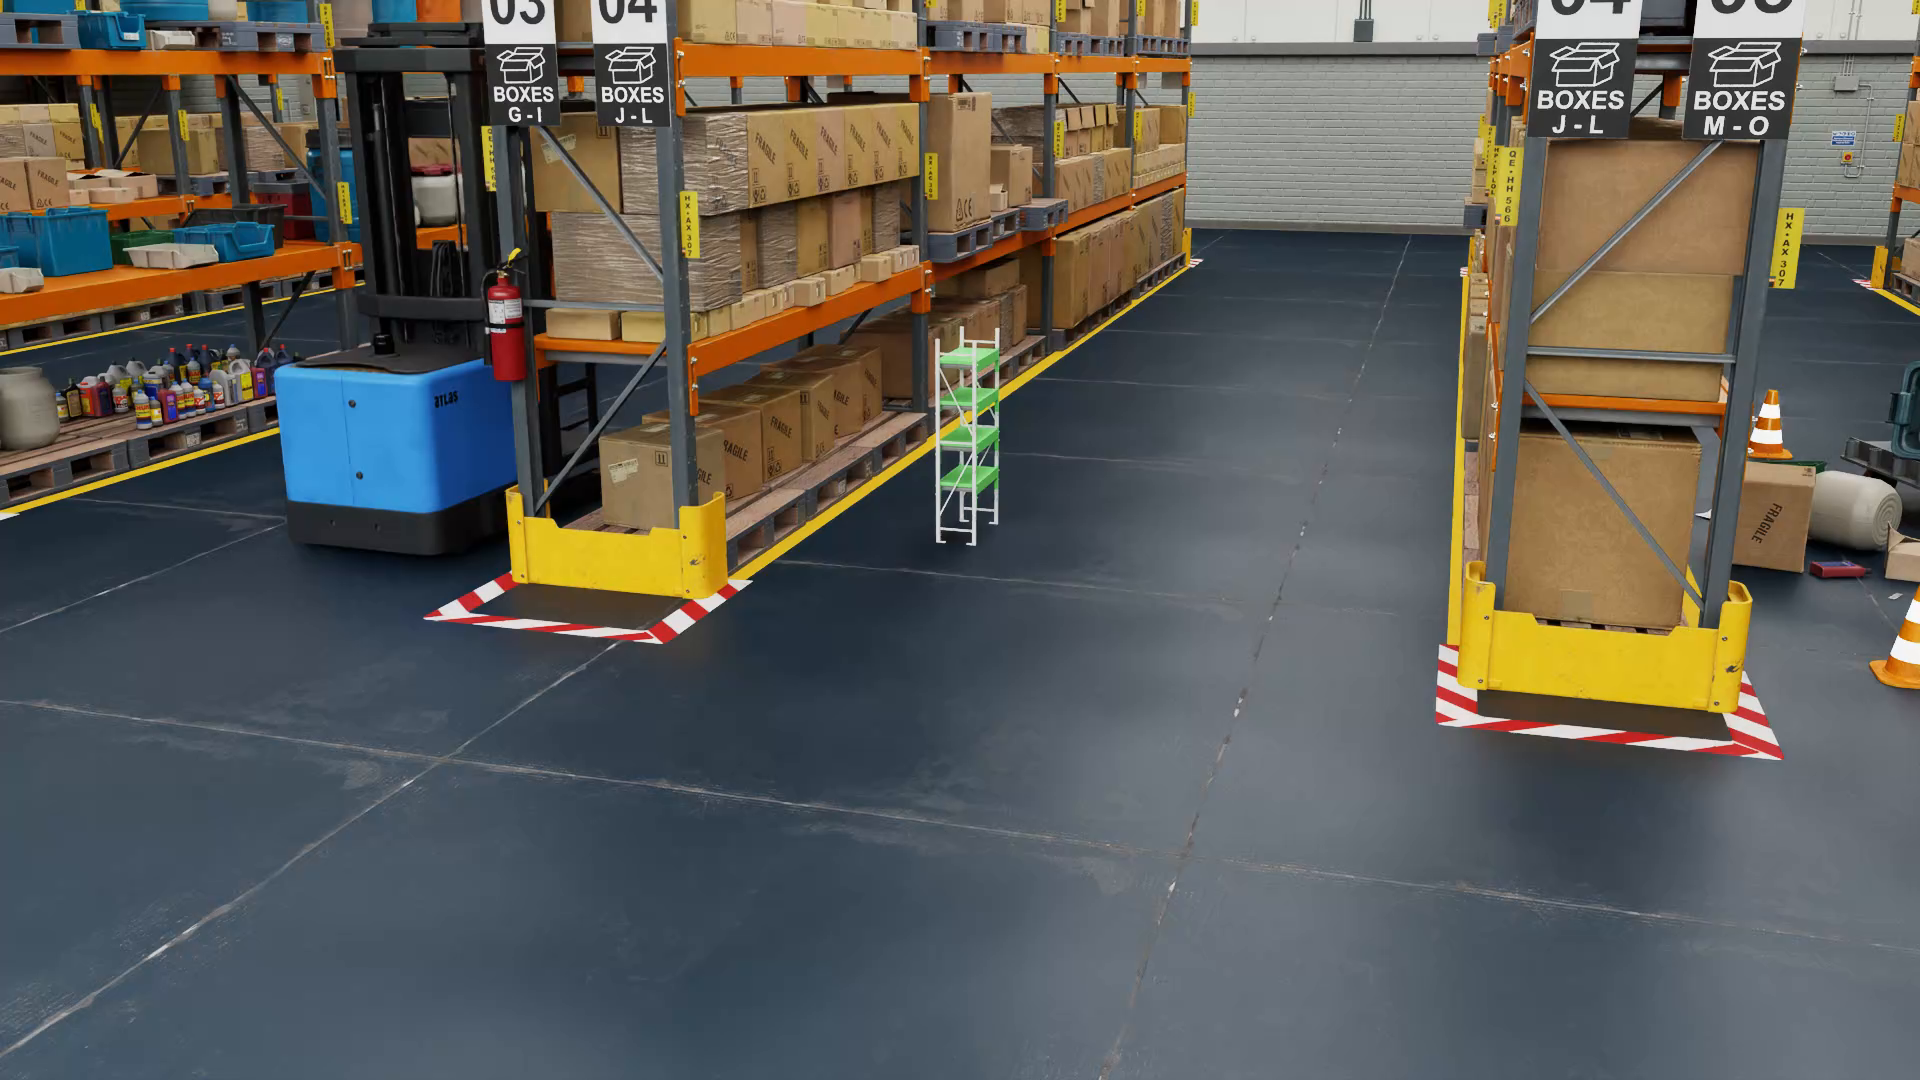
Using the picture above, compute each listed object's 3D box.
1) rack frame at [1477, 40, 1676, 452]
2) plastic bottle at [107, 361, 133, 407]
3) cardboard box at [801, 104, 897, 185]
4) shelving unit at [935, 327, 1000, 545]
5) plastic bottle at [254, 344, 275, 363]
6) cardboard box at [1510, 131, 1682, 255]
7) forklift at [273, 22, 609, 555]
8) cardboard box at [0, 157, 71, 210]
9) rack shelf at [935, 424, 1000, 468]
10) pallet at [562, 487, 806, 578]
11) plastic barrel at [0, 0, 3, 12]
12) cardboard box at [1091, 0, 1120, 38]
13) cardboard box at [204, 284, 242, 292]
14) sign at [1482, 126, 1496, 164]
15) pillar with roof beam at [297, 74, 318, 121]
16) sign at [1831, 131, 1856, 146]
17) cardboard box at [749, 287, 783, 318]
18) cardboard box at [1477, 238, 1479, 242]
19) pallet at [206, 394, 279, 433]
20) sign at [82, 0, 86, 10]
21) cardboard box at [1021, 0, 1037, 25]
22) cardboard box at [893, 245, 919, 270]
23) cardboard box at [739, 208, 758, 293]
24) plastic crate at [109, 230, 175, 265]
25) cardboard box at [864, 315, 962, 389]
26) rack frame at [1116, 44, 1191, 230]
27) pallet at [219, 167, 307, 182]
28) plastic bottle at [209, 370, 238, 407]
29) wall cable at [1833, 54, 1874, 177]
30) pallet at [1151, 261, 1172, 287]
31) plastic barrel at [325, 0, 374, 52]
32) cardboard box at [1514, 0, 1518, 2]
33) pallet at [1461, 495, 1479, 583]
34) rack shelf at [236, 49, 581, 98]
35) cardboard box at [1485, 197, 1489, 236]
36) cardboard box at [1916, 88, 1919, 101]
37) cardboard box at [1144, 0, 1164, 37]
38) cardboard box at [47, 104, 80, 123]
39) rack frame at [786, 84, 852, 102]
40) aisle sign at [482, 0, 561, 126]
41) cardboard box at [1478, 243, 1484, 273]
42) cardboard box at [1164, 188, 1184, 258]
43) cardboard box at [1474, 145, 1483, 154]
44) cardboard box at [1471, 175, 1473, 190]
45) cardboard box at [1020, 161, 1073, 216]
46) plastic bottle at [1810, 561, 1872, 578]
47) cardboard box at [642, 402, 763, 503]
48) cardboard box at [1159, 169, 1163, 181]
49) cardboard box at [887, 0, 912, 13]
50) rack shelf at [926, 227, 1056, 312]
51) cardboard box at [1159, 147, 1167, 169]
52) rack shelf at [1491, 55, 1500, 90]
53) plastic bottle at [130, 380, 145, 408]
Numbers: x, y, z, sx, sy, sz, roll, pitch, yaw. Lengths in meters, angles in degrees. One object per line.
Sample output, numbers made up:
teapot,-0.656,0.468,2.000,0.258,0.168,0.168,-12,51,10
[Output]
rack frame,3.994,-1.833,10.794,1.000,3.000,0.127,5,16,16
plastic bottle,-6.336,-1.177,12.530,0.144,0.351,0.185,5,17,18
cardboard box,-0.738,-2.646,11.100,0.500,0.500,0.500,5,16,16
shelving unit,0.047,-0.621,9.818,0.258,1.200,0.503,5,16,16
plastic bottle,-5.527,-1.385,13.265,0.144,0.351,0.185,5,16,16
cardboard box,3.067,-1.623,7.801,0.875,0.550,0.550,5,16,16
forklift,-2.922,-1.684,10.395,1.130,2.935,3.031,5,17,18
cardboard box,-9.554,-3.667,17.079,0.500,0.500,0.500,4,16,13
rack shelf,0.047,-0.559,9.836,0.258,0.148,0.480,5,16,16
pallet,-1.584,-0.085,9.744,1.003,0.211,1.213,5,16,16
plastic barrel,-6.416,-3.625,10.502,0.600,0.588,0.600,0,16,0
cardboard box,1.385,-5.877,18.604,0.700,0.500,0.500,5,17,17
cardboard box,-8.690,-3.165,19.267,0.500,0.500,0.500,5,17,18
sign,4.607,-3.438,14.476,0.100,0.325,0.005,5,16,16
pillar with roof beam,-7.505,-9.861,28.106,9.100,9.000,0.400,5,16,16
sign,13.730,-6.242,25.842,0.327,0.218,0.001,5,16,16
cardboard box,-1.256,-1.393,9.702,0.380,0.149,0.250,5,16,16
cardboard box,6.574,-3.632,20.503,0.380,0.149,0.250,5,17,17
pallet,-5.713,-1.114,13.370,1.003,0.211,1.213,5,16,16
sign,-9.613,-5.794,18.315,0.100,0.325,0.005,5,16,16
cardboard box,0.373,-4.743,14.457,0.500,0.500,0.500,5,16,16
cardboard box,-0.512,-2.044,11.999,0.380,0.149,0.250,5,16,16
cardboard box,-1.660,-1.670,9.493,0.875,0.500,0.500,5,16,16
plastic crate,-6.138,-2.193,12.451,0.450,0.188,0.662,5,16,16
cardboard box,-0.384,-1.535,13.519,0.700,0.500,0.500,5,16,16
rack frame,2.677,-5.383,23.312,1.000,3.000,0.127,5,16,16
pallet,-8.545,-4.476,20.466,1.003,0.211,1.213,5,16,16
plastic bottle,-5.585,-1.161,12.612,0.152,0.276,0.135,5,17,17
wall cable,13.758,-6.596,25.667,0.585,1.953,0.123,5,16,16
pallet,2.176,-3.508,21.812,1.003,0.211,1.213,5,16,16
plastic barrel,-5.360,-4.633,14.251,0.600,0.901,0.600,0,16,0
cardboard box,3.420,-3.203,9.636,0.380,0.149,0.250,5,16,16
pallet,3.358,0.022,9.365,1.003,0.211,1.213,5,16,16
rack shelf,-4.914,-4.248,15.131,1.077,0.370,4.000,5,16,16
cardboard box,4.744,-2.831,14.129,0.500,0.500,0.500,5,17,16
cardboard box,11.812,-5.385,20.112,0.380,0.149,0.250,5,17,17
cardboard box,2.147,-6.554,20.805,0.700,0.500,0.500,5,17,18
cardboard box,-12.594,-5.909,23.025,0.500,0.250,0.500,5,17,17
rack frame,-2.072,-5.767,24.666,1.000,3.000,0.127,5,16,16
aisle sign,-2.175,-2.455,8.224,0.394,0.787,0.004,5,16,16
cardboard box,5.506,-2.840,16.784,0.500,0.250,0.500,5,17,18
cardboard box,2.572,-4.389,22.932,0.875,0.875,0.875,5,16,16
cardboard box,5.200,-3.748,16.149,0.380,0.149,0.250,5,17,19
cardboard box,5.274,-3.532,16.475,0.380,0.149,0.250,4,16,13
cardboard box,0.803,-3.444,16.293,0.500,0.500,0.500,5,17,18
plastic bottle,4.846,0.162,9.145,0.283,0.061,0.133,-1,16,-3
cardboard box,-1.539,-0.518,9.969,0.500,0.500,0.500,10,18,30
cardboard box,2.385,-4.675,21.277,0.380,0.149,0.250,4,16,14
cardboard box,-0.548,-3.699,11.421,0.380,0.149,0.250,5,17,18
rack shelf,-0.165,-2.421,14.186,1.077,0.370,4.000,5,16,16
cardboard box,2.361,-4.904,21.353,0.500,0.250,0.500,5,16,16
rack shelf,5.699,-4.499,16.017,1.077,0.370,4.000,5,16,16
plastic bottle,-6.208,-1.107,12.557,0.097,0.201,0.097,0,16,0
